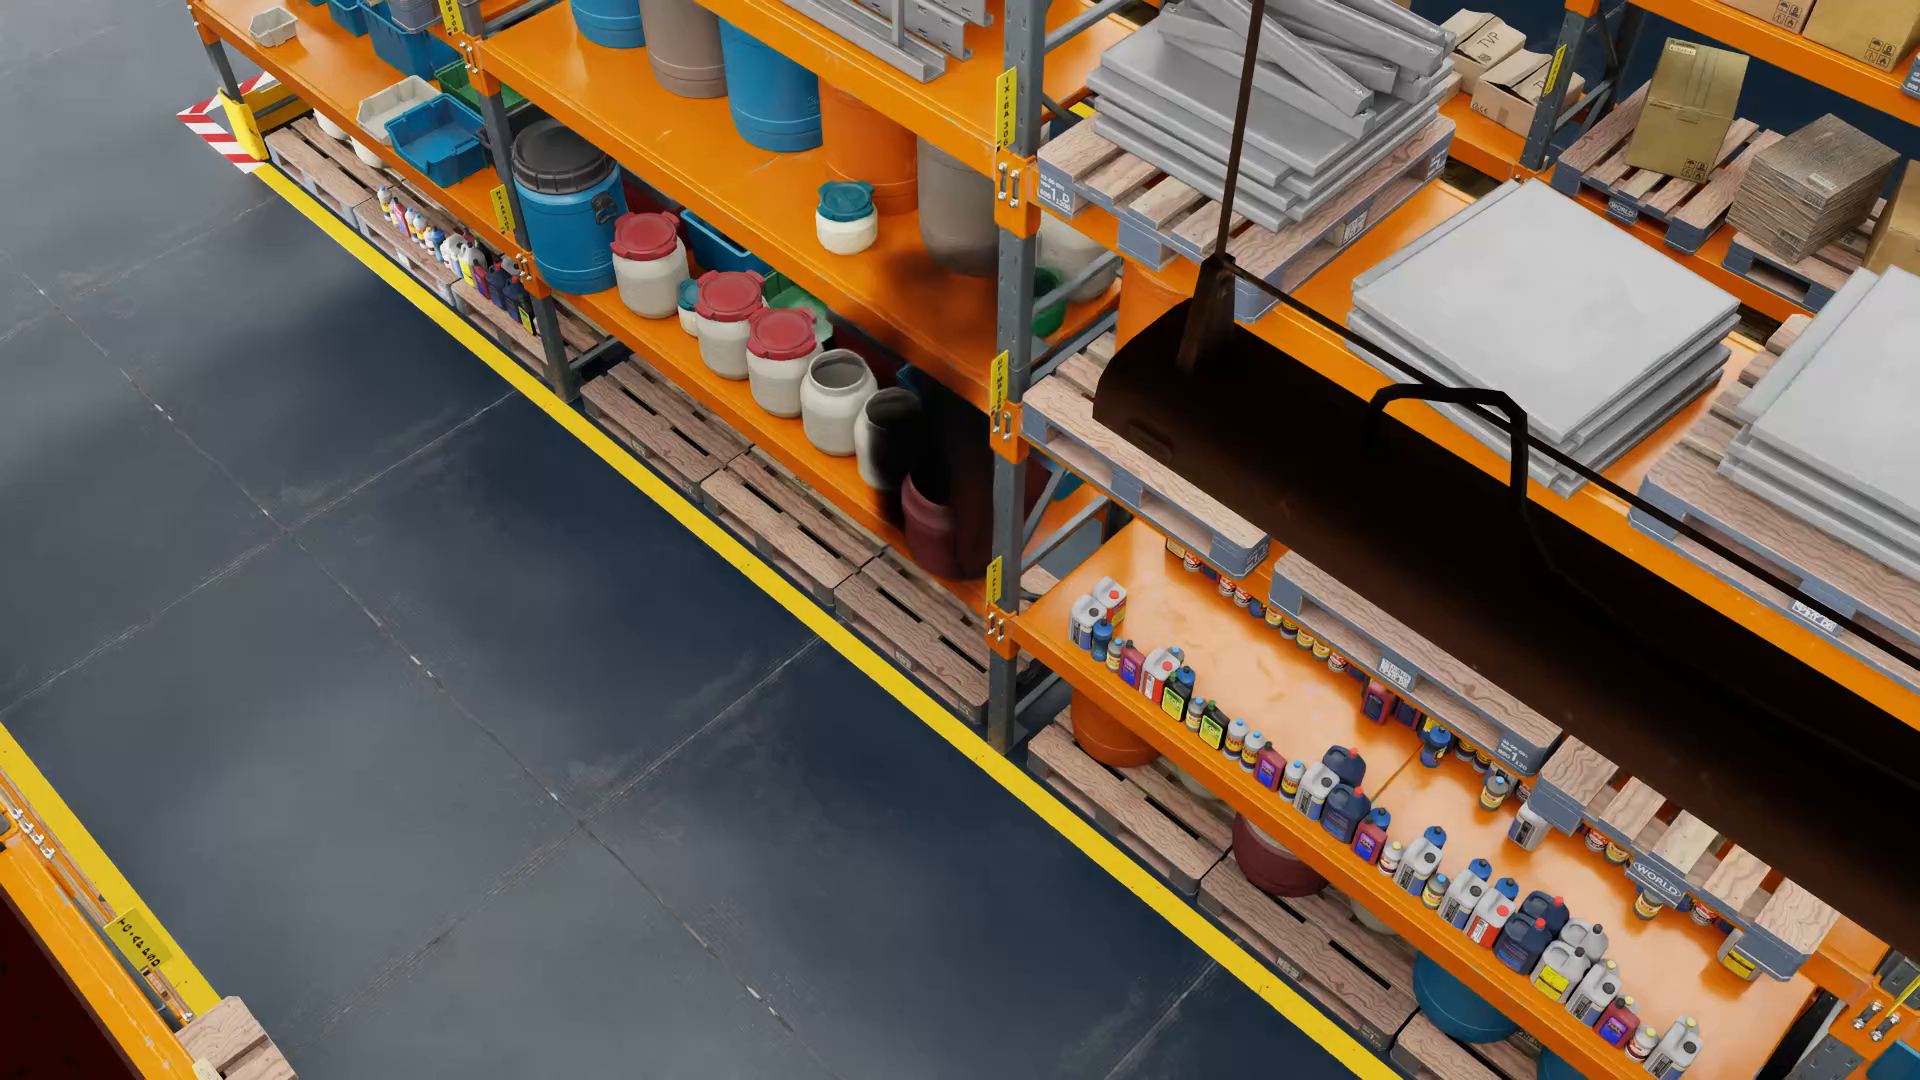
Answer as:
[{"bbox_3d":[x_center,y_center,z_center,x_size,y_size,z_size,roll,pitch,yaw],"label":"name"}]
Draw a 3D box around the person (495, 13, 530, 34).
[{"bbox_3d":[-3.443,-4.126,12.943,0.630,1.442,0.749,-36,59,-26],"label":"person"}]
